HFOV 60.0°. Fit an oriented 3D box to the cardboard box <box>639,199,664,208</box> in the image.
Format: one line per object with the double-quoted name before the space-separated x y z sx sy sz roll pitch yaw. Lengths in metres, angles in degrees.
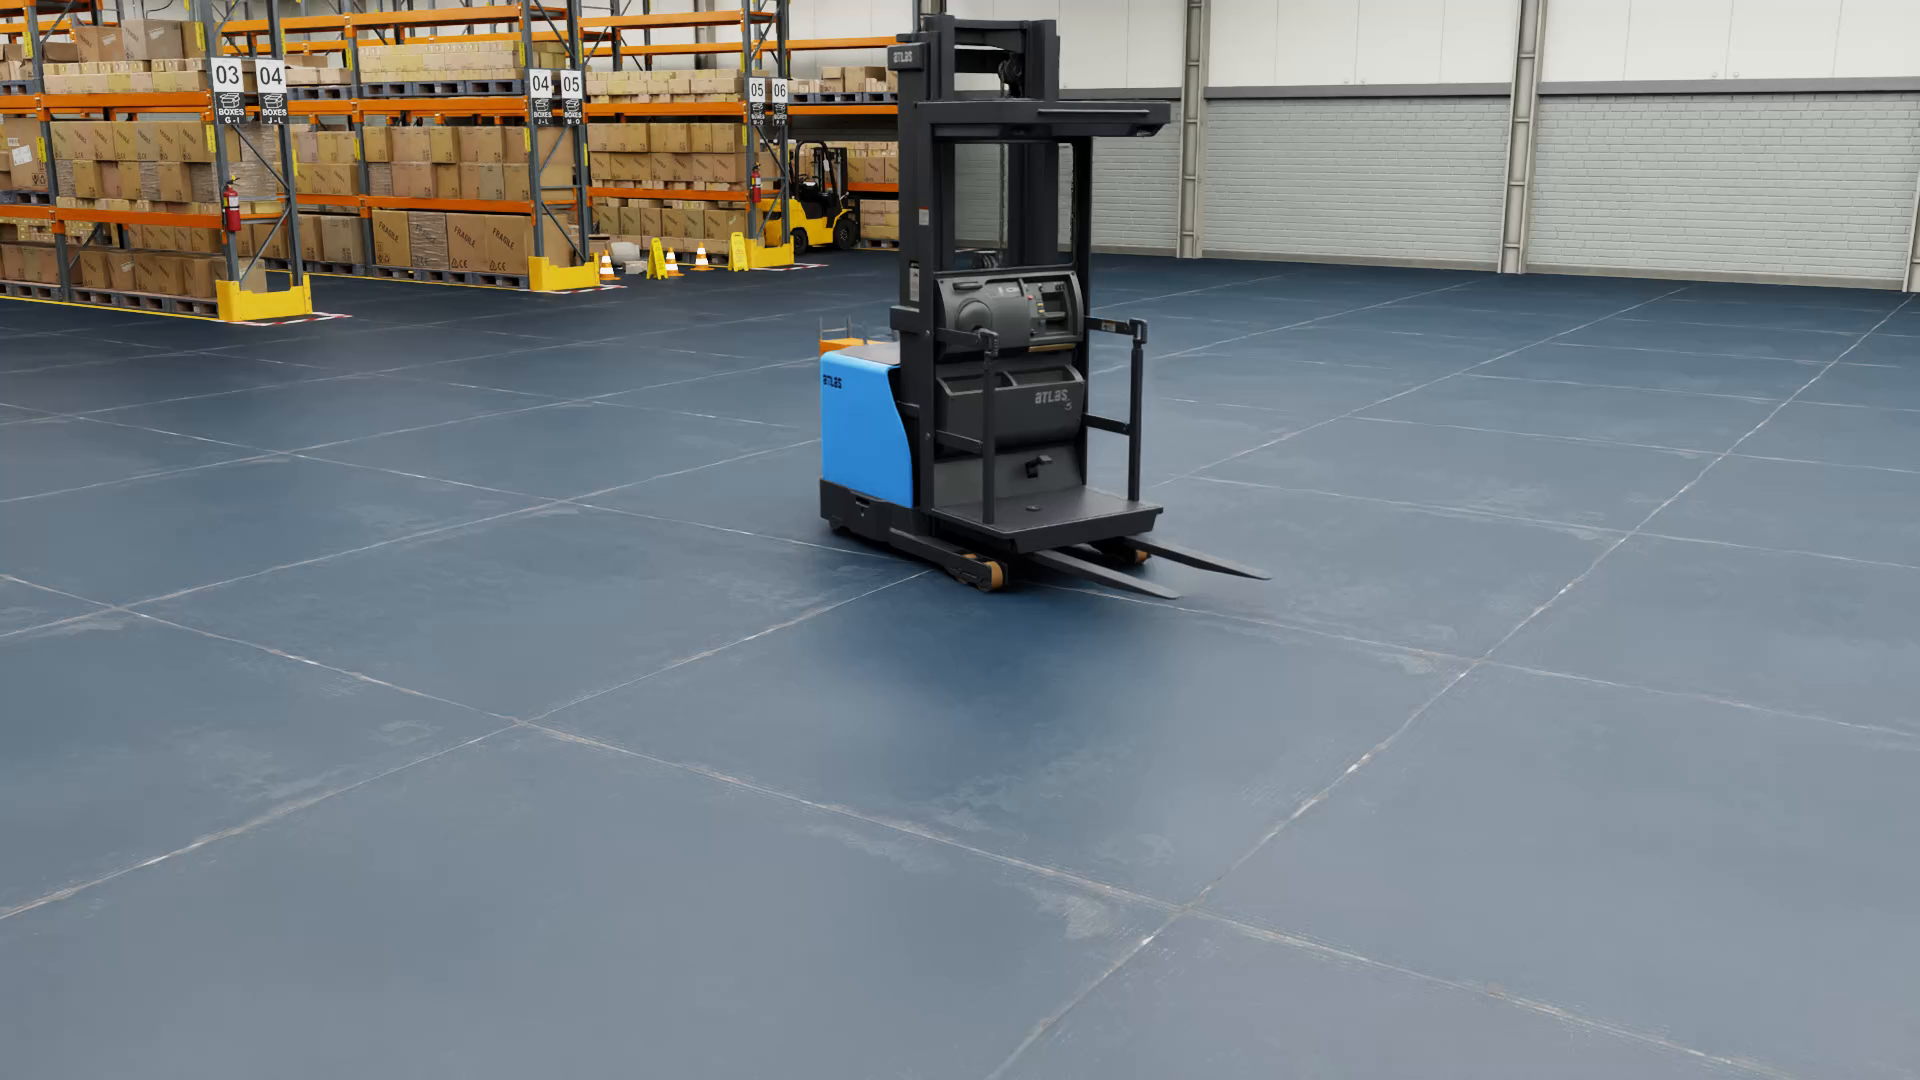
"cardboard box" -5.614 -6.125 30.260 0.250 0.149 0.380 10 17 36

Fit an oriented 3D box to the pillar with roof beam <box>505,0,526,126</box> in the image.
"pillar with roof beam" -13.024 -11.232 36.471 0.400 9.000 9.100 9 17 33

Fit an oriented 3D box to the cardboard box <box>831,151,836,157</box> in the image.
"cardboard box" -2.519 -7.889 33.894 0.250 0.149 0.380 9 16 32

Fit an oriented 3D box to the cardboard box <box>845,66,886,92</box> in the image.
"cardboard box" -1.887 -9.221 33.299 0.500 0.500 0.700 9 17 33

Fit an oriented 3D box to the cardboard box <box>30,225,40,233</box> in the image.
"cardboard box" -18.147 -6.158 32.898 0.250 0.149 0.380 8 16 30

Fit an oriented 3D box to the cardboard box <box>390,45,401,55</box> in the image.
"cardboard box" -8.609 -7.597 25.808 0.250 0.149 0.380 9 16 32

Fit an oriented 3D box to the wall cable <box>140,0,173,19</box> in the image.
"wall cable" -19.502 -12.789 42.680 0.133 3.039 2.988 9 17 33

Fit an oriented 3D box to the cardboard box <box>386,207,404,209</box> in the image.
"cardboard box" -11.260 -6.781 34.521 0.875 0.875 0.875 9 17 33

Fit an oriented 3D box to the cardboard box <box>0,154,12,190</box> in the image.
"cardboard box" -13.697 -5.334 24.041 0.637 0.503 0.797 11 18 38

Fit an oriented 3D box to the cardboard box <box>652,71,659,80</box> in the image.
"cardboard box" -5.261 -8.264 29.586 0.250 0.149 0.380 10 17 34

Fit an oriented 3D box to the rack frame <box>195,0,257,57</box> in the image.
"rack frame" -12.674 -9.290 28.626 0.127 3.000 1.000 9 17 33

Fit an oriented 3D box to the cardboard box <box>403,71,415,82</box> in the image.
"cardboard box" -8.397 -7.176 25.766 0.250 0.149 0.380 9 16 32

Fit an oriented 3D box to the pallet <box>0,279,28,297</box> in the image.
"pallet" -13.870 -3.780 24.656 1.213 0.211 1.003 9 17 33

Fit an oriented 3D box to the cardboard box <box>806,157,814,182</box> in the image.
"cardboard box" -2.824 -7.635 34.217 0.500 0.500 0.500 9 17 32

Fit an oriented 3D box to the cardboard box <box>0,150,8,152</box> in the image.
"cardboard box" -18.635 -7.462 32.898 0.500 0.500 0.500 9 17 33

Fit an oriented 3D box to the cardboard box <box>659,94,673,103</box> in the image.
"cardboard box" -5.108 -7.829 29.489 0.250 0.149 0.380 9 16 32

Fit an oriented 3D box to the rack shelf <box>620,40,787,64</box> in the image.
"rack shelf" -5.568 -10.470 35.719 4.000 0.370 1.077 9 17 33

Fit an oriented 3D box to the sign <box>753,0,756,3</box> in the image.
"sign" -4.202 -11.127 33.936 0.005 0.325 0.100 9 17 33

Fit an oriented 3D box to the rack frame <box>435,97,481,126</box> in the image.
"rack frame" -9.995 -7.379 33.389 0.127 3.000 1.000 9 17 33

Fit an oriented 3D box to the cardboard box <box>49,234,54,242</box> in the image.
"cardboard box" -17.546 -5.907 32.500 0.250 0.149 0.380 10 17 34

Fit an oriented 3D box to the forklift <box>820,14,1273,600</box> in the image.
"forklift" 0.404 -1.277 8.884 1.130 2.935 3.031 -9 17 -34

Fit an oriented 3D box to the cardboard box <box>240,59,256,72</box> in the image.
"cardboard box" -8.987 -5.990 21.018 0.250 0.149 0.380 9 17 32

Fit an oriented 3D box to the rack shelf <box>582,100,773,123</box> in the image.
"rack shelf" -5.016 -7.681 29.864 4.000 0.370 1.077 9 17 33

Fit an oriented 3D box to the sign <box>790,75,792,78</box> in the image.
"sign" -3.600 -9.689 35.238 0.005 0.325 0.100 9 17 33

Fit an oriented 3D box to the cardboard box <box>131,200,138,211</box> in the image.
"cardboard box" -10.711 -4.433 22.010 0.250 0.149 0.380 9 17 33

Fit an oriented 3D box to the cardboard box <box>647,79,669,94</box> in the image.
"cardboard box" -5.202 -8.052 29.559 0.500 0.250 0.500 9 17 33

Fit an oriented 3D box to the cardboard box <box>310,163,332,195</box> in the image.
"cardboard box" -10.356 -5.975 27.509 0.500 0.500 0.500 9 17 32

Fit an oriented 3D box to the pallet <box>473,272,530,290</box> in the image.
"pallet" -6.743 -4.043 25.718 1.213 0.211 1.003 9 17 33

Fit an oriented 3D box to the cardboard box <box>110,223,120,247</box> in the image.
"cardboard box" -15.528 -5.753 31.150 0.500 0.500 0.500 10 17 35

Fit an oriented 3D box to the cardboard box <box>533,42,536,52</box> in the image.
"cardboard box" -6.342 -7.421 25.098 0.250 0.149 0.380 9 17 33

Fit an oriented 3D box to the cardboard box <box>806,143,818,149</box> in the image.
"cardboard box" -2.939 -8.105 34.144 0.250 0.149 0.380 9 16 32

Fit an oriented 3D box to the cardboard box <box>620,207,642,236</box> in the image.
"cardboard box" -5.886 -5.873 30.594 0.500 0.500 0.500 10 17 35

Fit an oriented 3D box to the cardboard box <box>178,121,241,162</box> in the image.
"cardboard box" -9.482 -5.033 21.004 0.500 0.500 0.500 9 17 33

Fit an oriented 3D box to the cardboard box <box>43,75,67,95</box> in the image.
"cardboard box" -11.976 -6.138 22.447 0.500 0.250 0.500 8 16 31

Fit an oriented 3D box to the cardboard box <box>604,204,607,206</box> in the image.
"cardboard box" -7.699 -7.373 37.695 0.500 0.500 0.500 10 17 34

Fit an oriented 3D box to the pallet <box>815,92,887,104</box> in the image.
"pallet" -2.178 -8.973 33.769 1.213 0.211 1.003 9 17 33

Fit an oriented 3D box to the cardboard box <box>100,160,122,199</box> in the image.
"cardboard box" -11.002 -4.866 22.409 0.500 0.500 0.875 9 17 33

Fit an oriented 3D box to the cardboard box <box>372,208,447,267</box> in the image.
"cardboard box" -8.872 -4.916 26.988 0.875 0.875 0.875 9 17 34

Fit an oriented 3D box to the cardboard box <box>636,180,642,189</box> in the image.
"cardboard box" -5.693 -6.492 30.327 0.250 0.149 0.380 9 17 33

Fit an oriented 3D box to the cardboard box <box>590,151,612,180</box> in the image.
"cardboard box" -6.466 -6.921 30.711 0.500 0.500 0.500 9 17 33

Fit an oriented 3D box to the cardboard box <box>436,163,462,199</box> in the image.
"cardboard box" -7.695 -5.651 26.098 0.500 0.550 0.875 9 17 33

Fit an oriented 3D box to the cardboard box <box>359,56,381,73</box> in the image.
"cardboard box" -9.105 -7.500 26.249 0.500 0.250 0.500 9 17 33

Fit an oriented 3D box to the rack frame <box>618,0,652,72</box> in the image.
"rack frame" -7.228 -11.281 36.668 0.127 3.000 1.000 9 17 33

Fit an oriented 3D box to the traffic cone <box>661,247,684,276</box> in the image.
"traffic cone" -4.771 -4.608 27.475 0.334 0.463 0.336 9 17 33

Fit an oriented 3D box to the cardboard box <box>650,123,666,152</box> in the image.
"cardboard box" -5.135 -7.221 29.843 0.500 0.500 0.700 9 17 32

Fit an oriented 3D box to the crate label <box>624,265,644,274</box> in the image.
"crate label" -5.458 -4.543 27.890 0.298 0.136 0.250 1 14 4

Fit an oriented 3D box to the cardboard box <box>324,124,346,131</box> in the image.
"cardboard box" -13.431 -8.858 35.726 0.250 0.149 0.380 9 16 32

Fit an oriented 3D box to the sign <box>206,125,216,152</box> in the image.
"sign" -9.214 -4.937 20.459 0.005 0.325 0.100 9 17 33

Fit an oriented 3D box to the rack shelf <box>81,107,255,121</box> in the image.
"rack shelf" -14.333 -7.753 30.156 4.000 0.370 1.077 9 17 33

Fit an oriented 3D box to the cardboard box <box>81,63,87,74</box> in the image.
"cardboard box" -11.409 -6.251 22.073 0.250 0.149 0.380 10 17 34

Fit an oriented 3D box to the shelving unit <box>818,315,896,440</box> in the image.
"shelving unit" -0.640 -0.791 10.503 0.258 1.200 0.503 -11 17 -37

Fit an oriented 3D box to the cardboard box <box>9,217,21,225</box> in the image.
"cardboard box" -18.633 -6.350 33.052 0.250 0.149 0.380 9 17 33

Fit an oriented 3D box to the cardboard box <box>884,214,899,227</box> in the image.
"cardboard box" -1.168 -6.411 33.287 0.500 0.250 0.500 9 16 32
